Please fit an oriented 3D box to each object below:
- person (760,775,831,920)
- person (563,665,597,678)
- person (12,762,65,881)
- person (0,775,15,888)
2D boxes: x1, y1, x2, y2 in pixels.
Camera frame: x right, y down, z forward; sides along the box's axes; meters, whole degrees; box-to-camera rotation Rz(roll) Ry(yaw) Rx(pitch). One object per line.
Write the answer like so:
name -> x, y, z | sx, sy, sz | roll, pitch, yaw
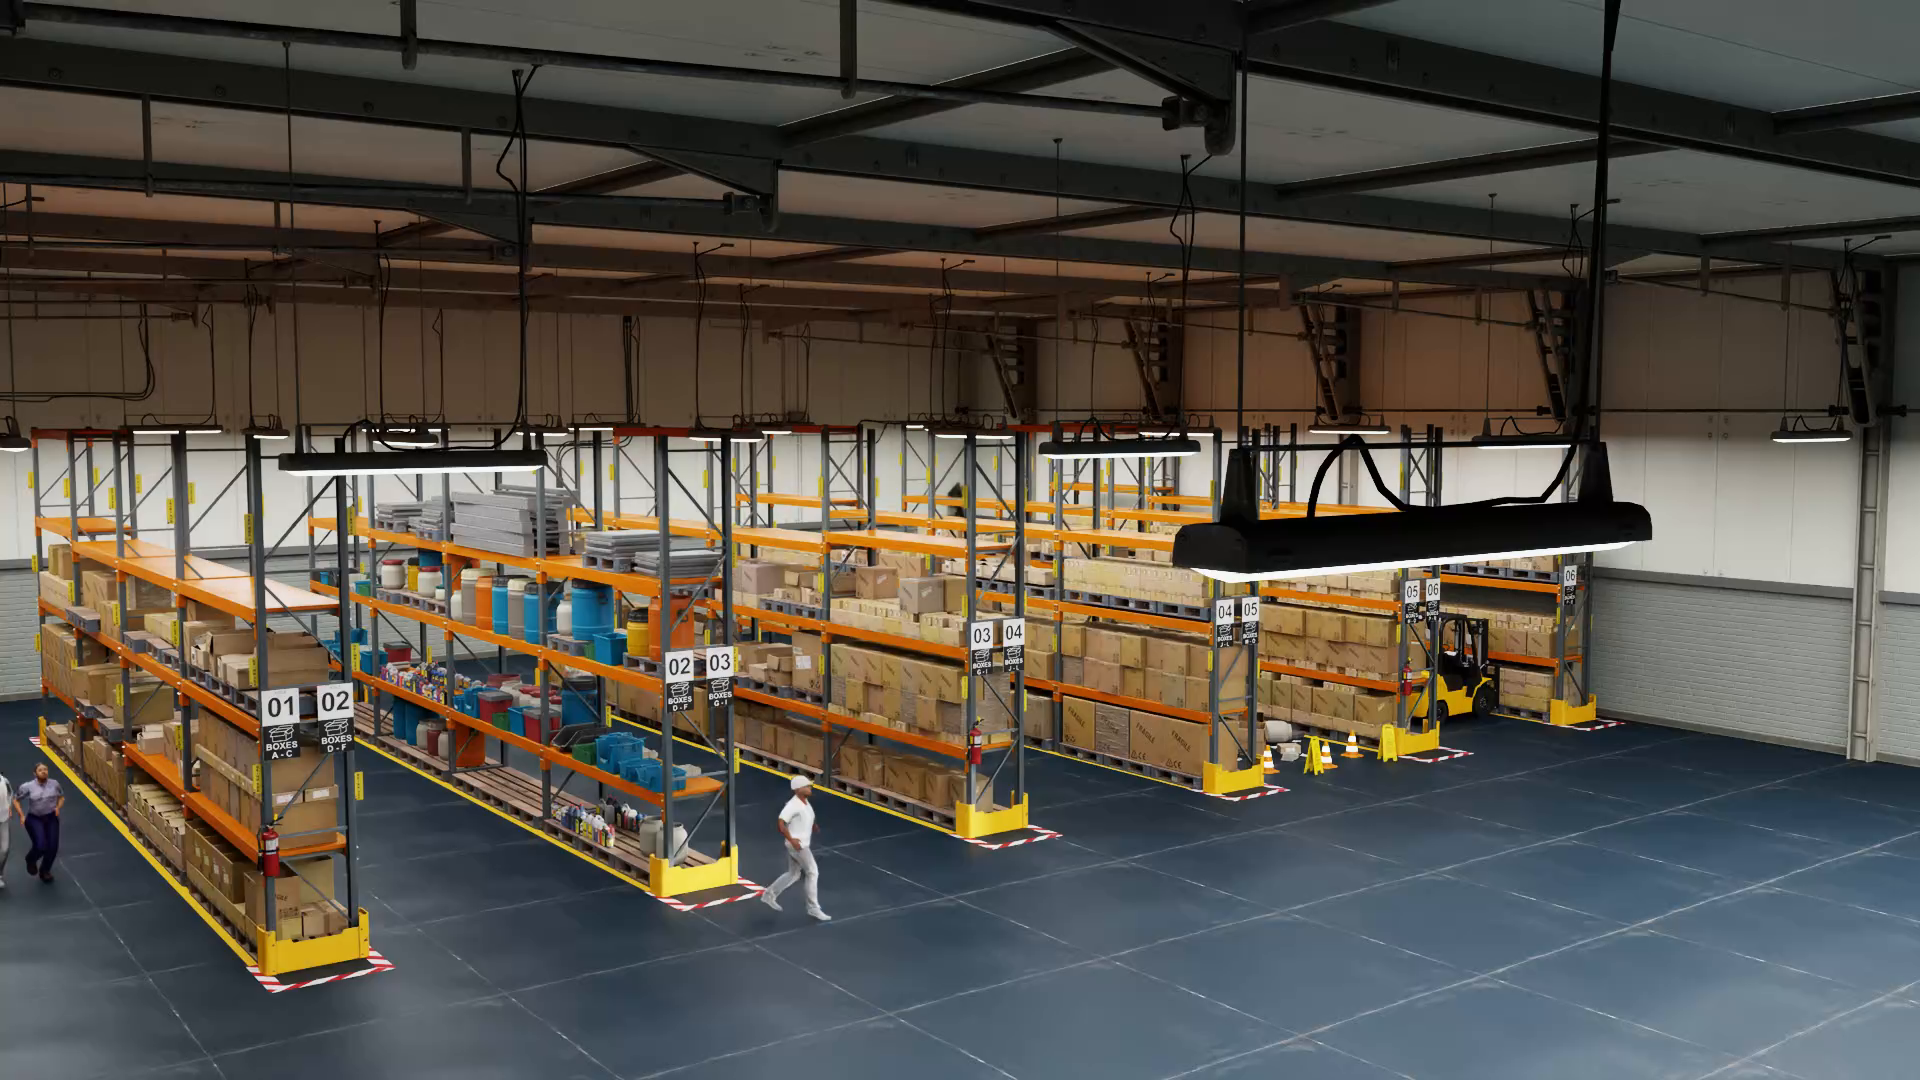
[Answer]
person -> -2.053, 3.818, 20.733 | 0.875, 1.792, 0.714 | 0, 4, -4
person -> -7.415, 2.929, 32.617 | 0.702, 1.739, 0.705 | -4, 6, -41
person -> -12.282, 3.789, 22.283 | 0.541, 1.594, 0.604 | 4, 6, 42
person -> -12.942, 3.740, 22.190 | 0.627, 1.744, 0.668 | 4, 6, 39
